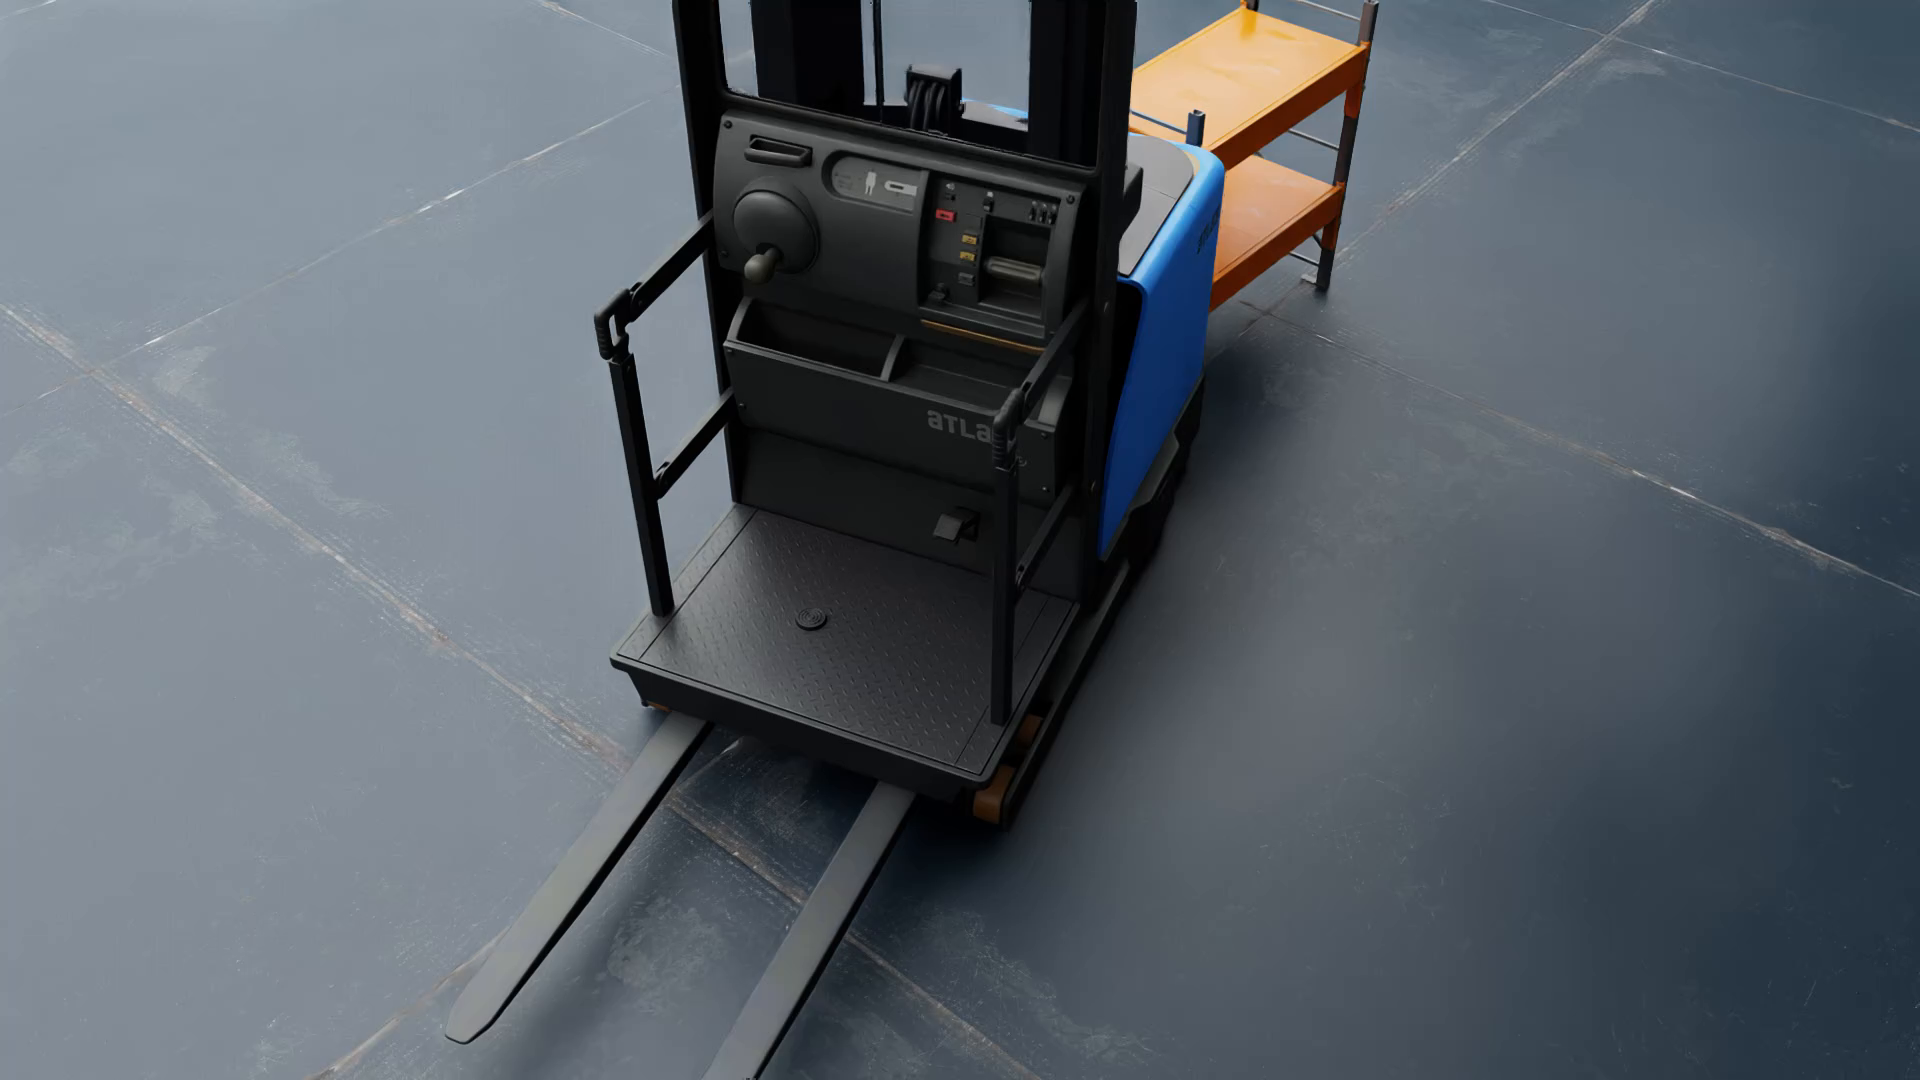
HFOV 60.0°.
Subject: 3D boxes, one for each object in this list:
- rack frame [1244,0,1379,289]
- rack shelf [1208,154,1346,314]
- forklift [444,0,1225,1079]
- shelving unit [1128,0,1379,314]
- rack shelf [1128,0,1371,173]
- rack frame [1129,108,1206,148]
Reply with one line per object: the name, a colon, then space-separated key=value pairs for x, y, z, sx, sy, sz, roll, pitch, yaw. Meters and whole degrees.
rack frame: x=1.203 y=-1.485 z=6.047 sx=0.500 sy=1.125 sz=0.032 roll=30 pitch=50 yaw=29
rack shelf: x=0.871 y=-1.045 z=5.927 sx=0.538 sy=0.278 sz=1.000 roll=30 pitch=50 yaw=29
forklift: x=-0.247 y=-0.662 z=3.800 sx=1.130 sy=2.935 sz=3.031 roll=16 pitch=45 yaw=17
shelving unit: x=0.871 y=-1.226 z=5.762 sx=0.538 sy=1.125 sz=1.048 roll=30 pitch=50 yaw=29
rack shelf: x=0.871 y=-1.443 z=5.565 sx=0.538 sy=0.278 sz=1.000 roll=30 pitch=50 yaw=29
rack frame: x=0.539 y=-0.967 z=5.477 sx=0.500 sy=1.125 sz=0.032 roll=30 pitch=50 yaw=29
